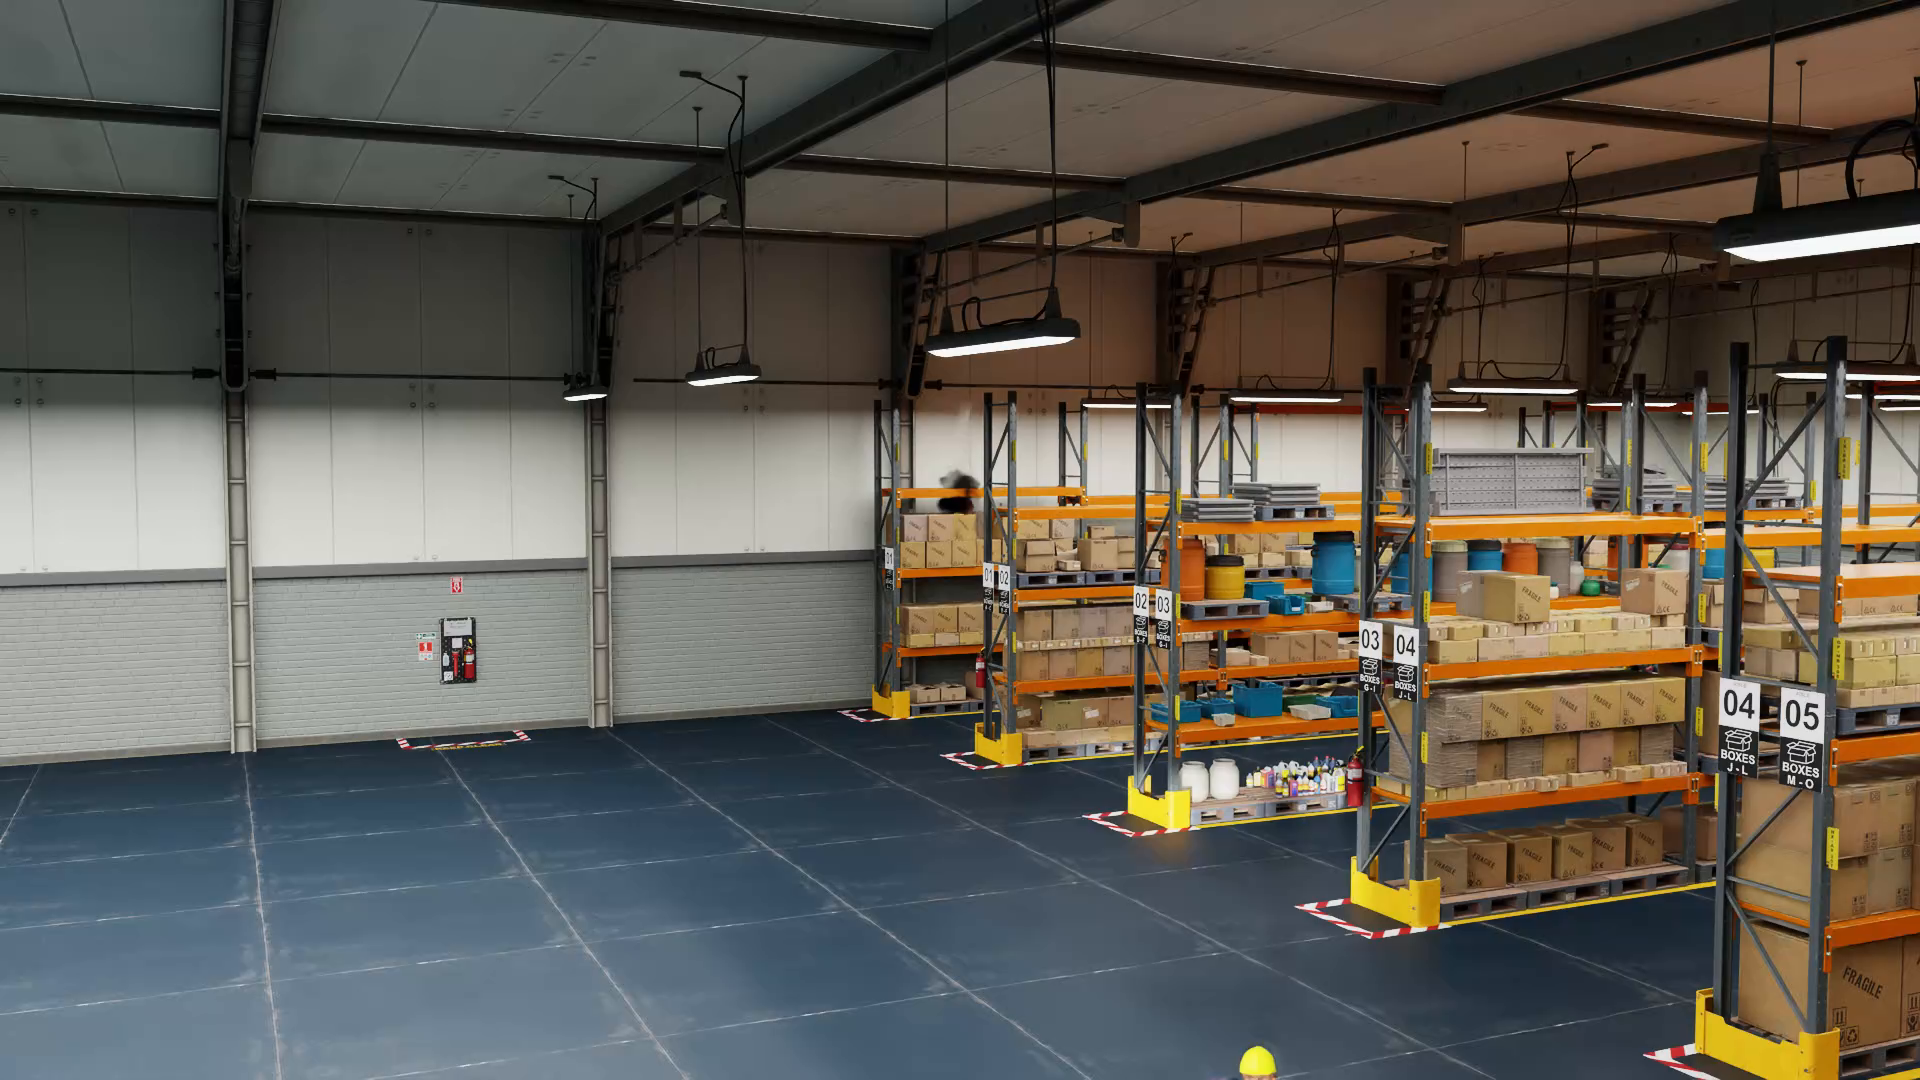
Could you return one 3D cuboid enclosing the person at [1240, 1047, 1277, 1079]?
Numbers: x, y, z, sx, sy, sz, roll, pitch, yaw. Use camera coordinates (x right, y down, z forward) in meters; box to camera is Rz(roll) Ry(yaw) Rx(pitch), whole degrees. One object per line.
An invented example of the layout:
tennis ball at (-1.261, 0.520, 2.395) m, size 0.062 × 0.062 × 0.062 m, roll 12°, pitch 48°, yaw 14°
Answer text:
person at (1.723, 3.759, 9.730) m, size 0.729 × 1.726 × 0.733 m, roll 1°, pitch 3°, yaw 18°
